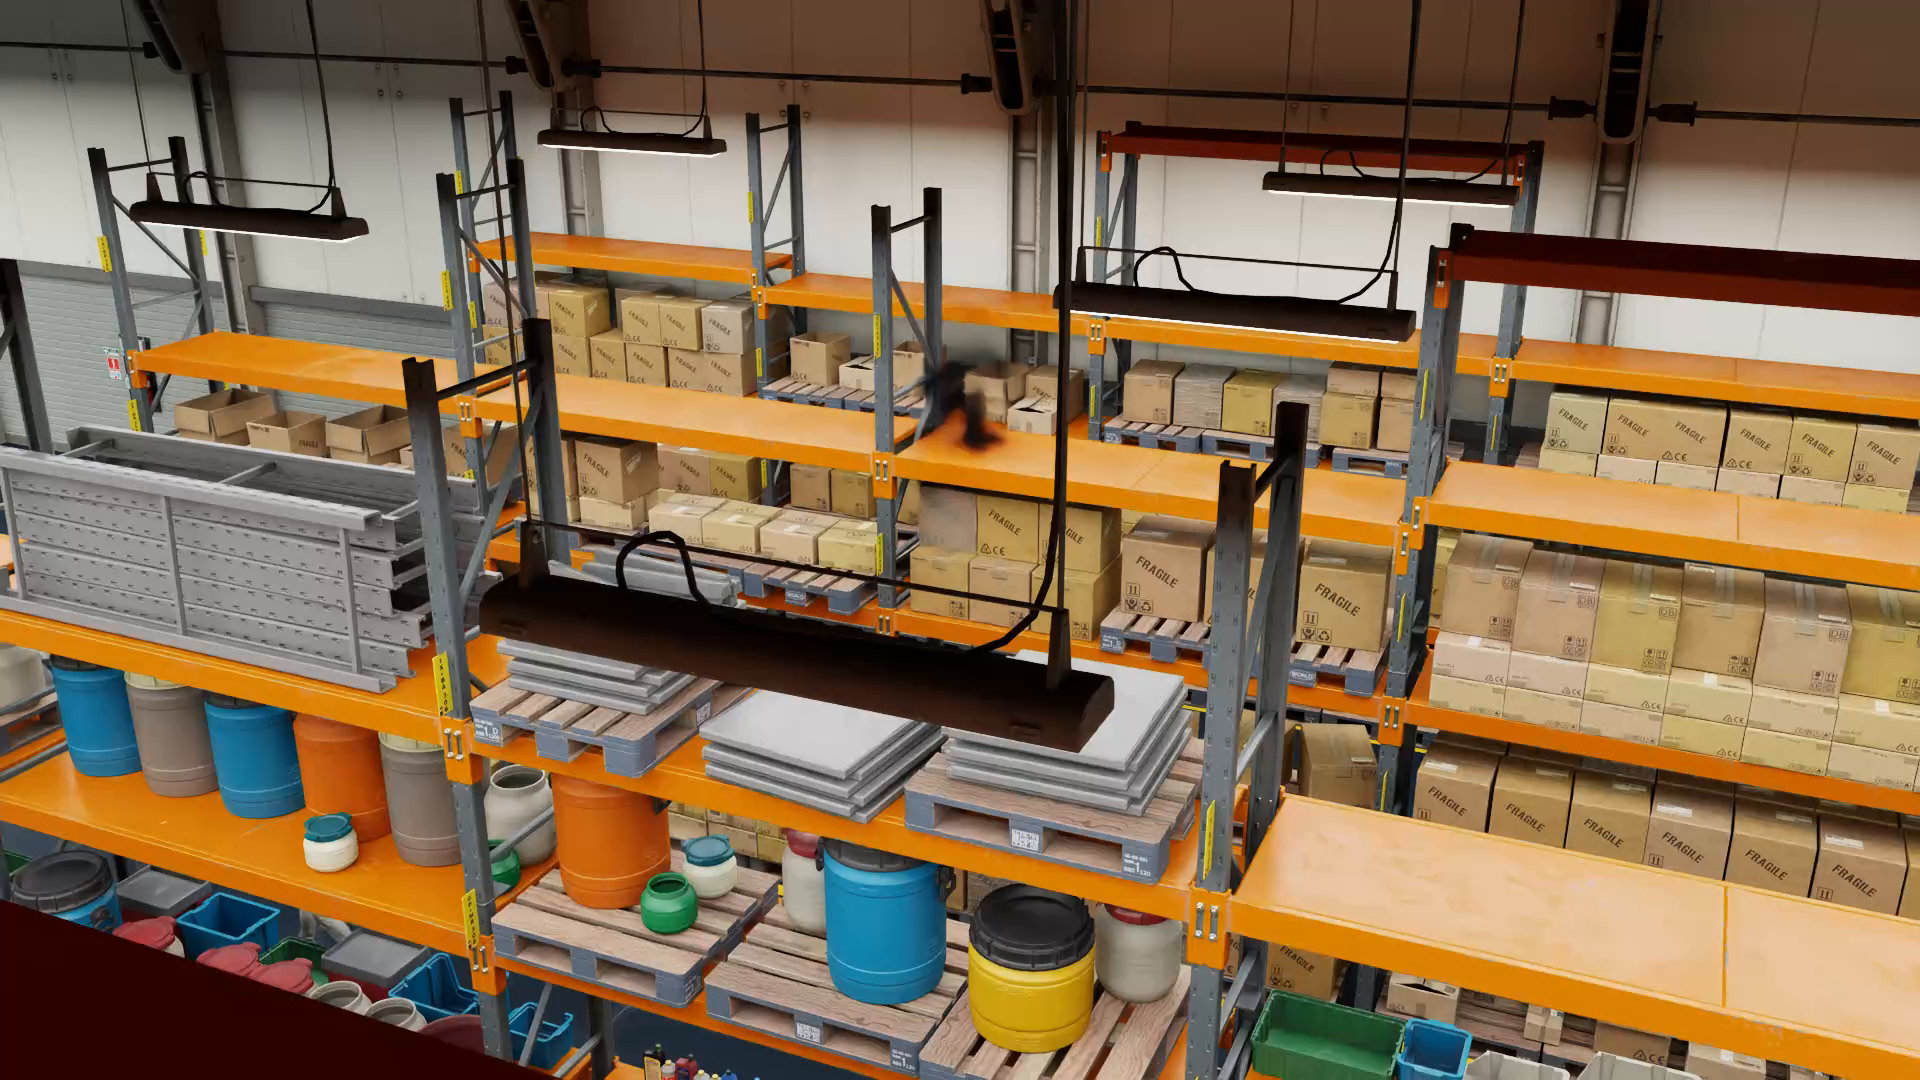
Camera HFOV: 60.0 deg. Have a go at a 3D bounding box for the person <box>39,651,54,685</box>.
[{"bbox_3d":[-9.641,1.008,17.568,0.804,1.826,0.687,-15,25,-35],"label":"person"}]

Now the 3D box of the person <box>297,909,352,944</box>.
[{"bbox_3d":[-5.151,2.638,13.217,0.826,1.727,0.593,5,21,13],"label":"person"}]
